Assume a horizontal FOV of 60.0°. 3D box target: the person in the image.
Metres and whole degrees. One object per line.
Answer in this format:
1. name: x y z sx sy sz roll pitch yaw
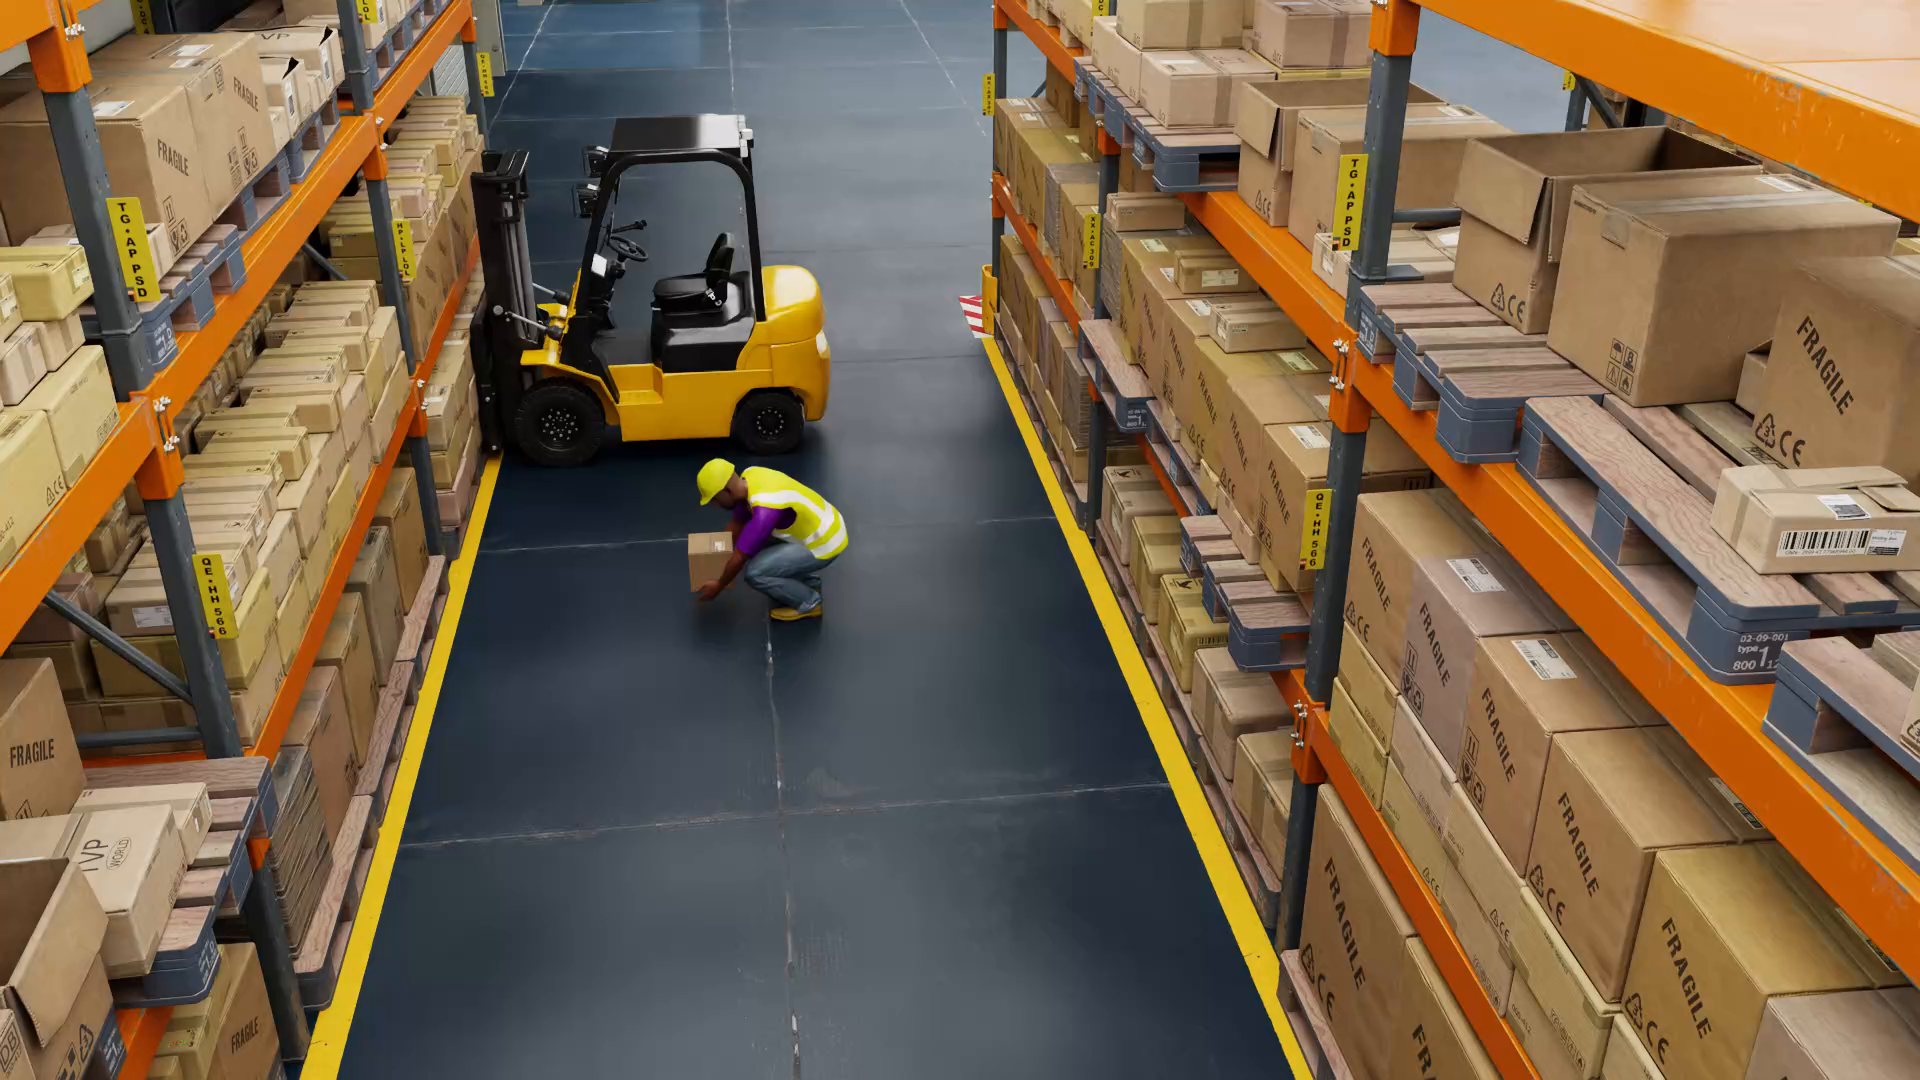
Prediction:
1. person: -1.090 -0.034 9.518 0.891 0.994 0.588 -4 27 -7
